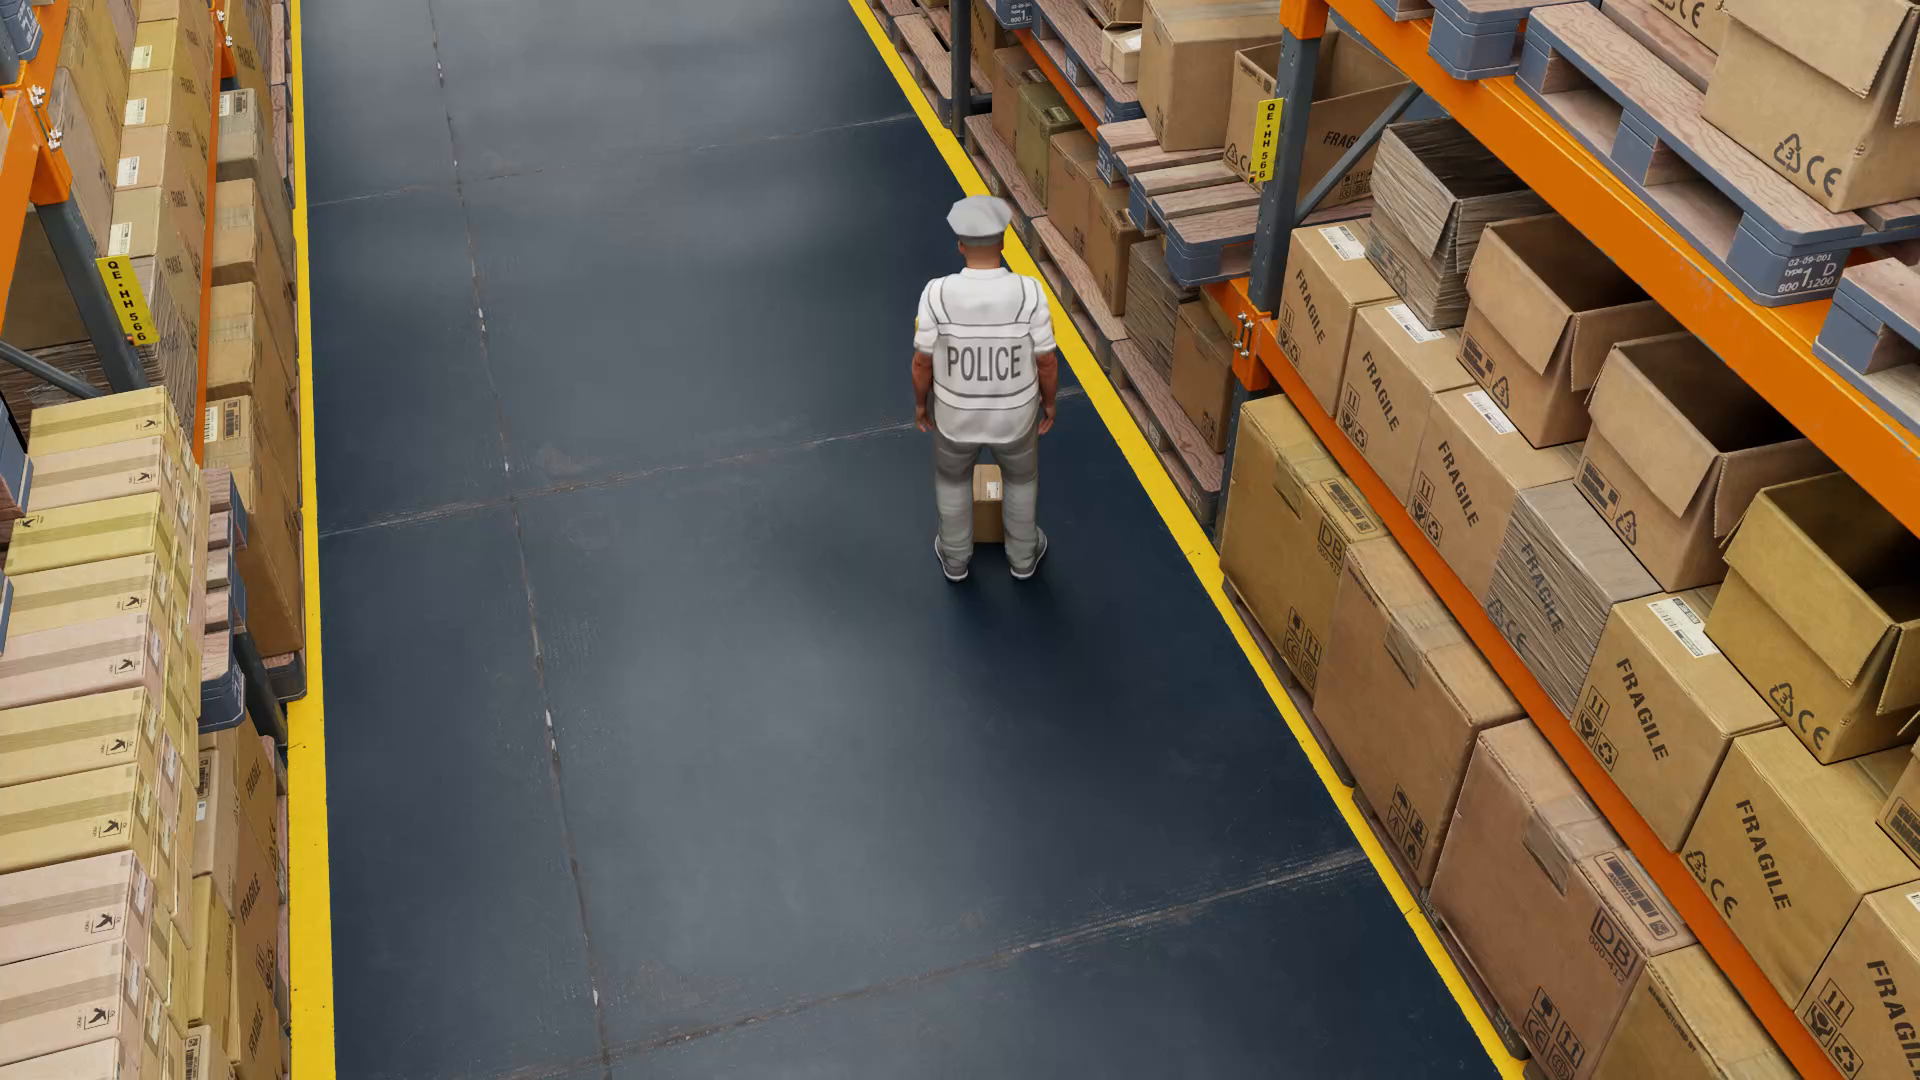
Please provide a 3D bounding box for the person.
[{"bbox_3d":[0.102,-0.537,6.751,0.585,1.747,0.439,0,42,0],"label":"person"}]
